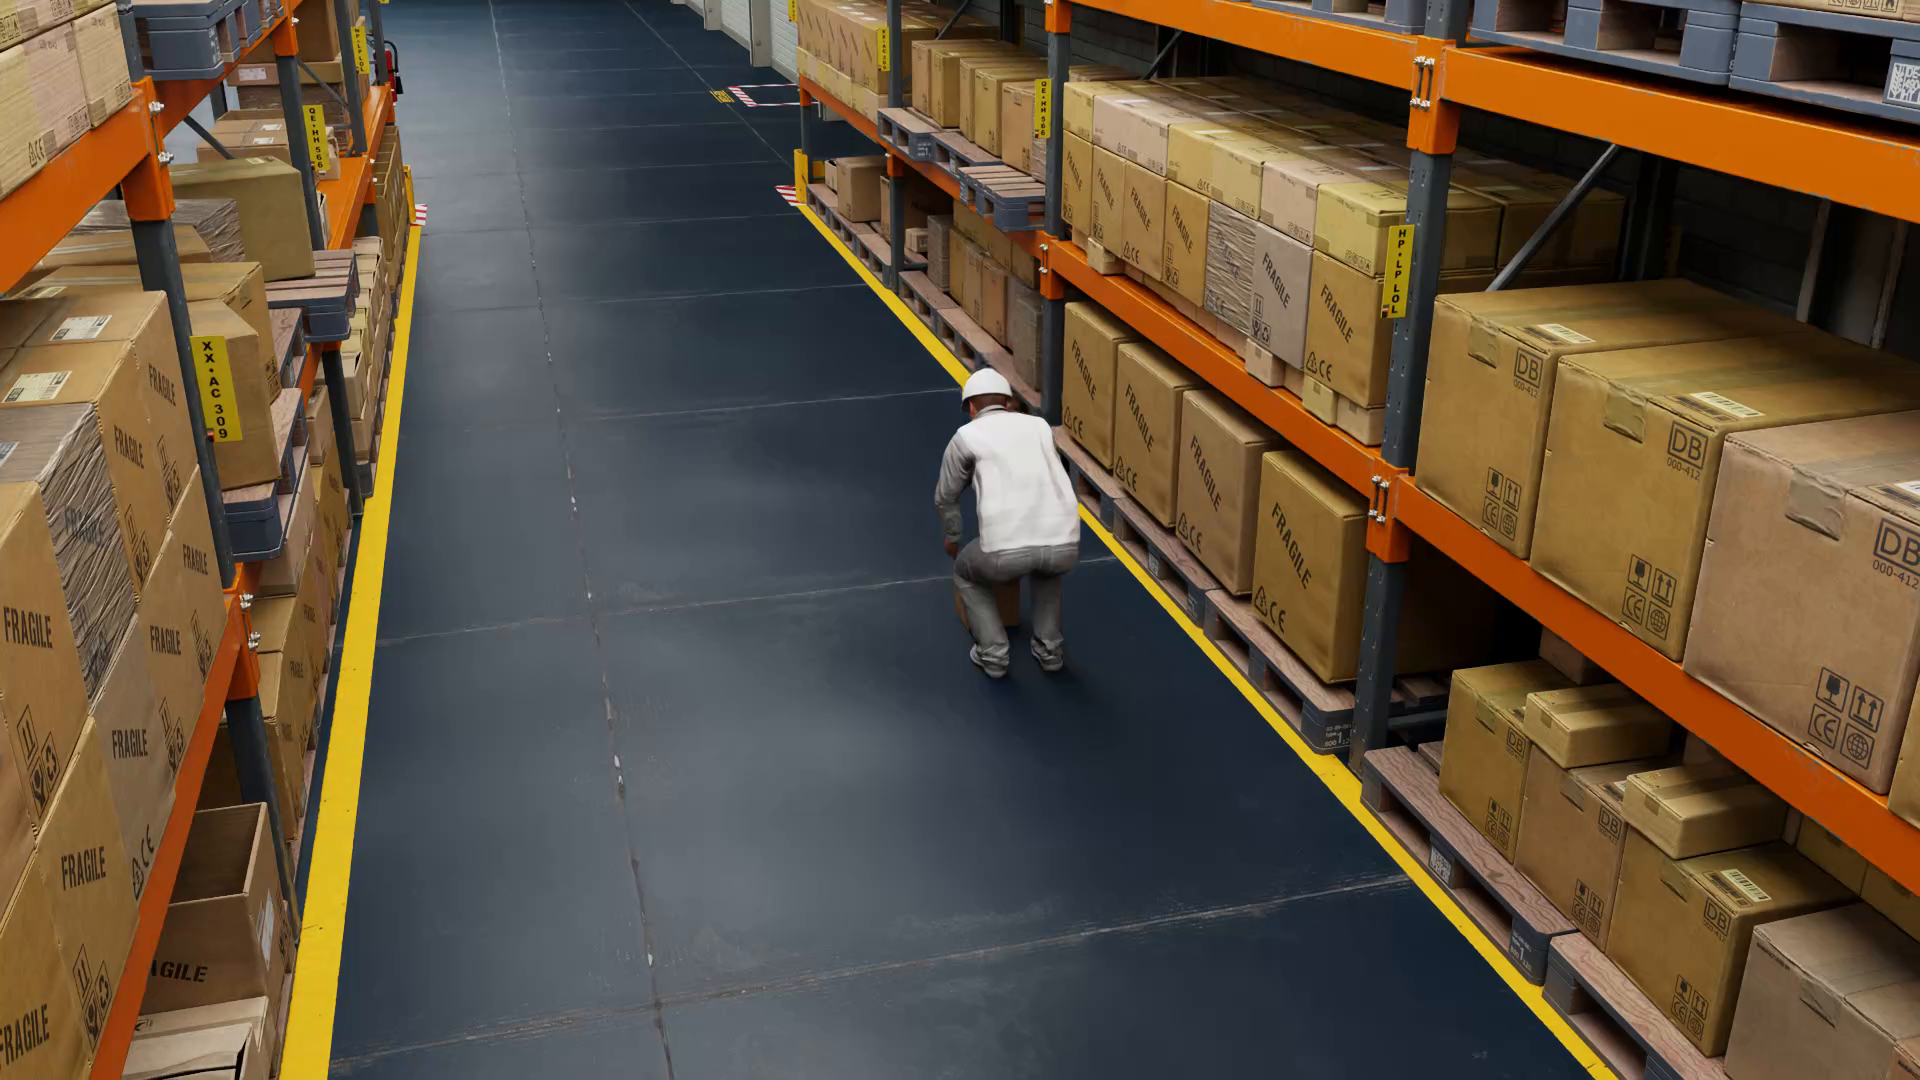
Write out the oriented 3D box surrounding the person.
[{"bbox_3d":[0.200,-0.060,7.361,0.581,1.268,0.834,-6,23,-13],"label":"person"}]
